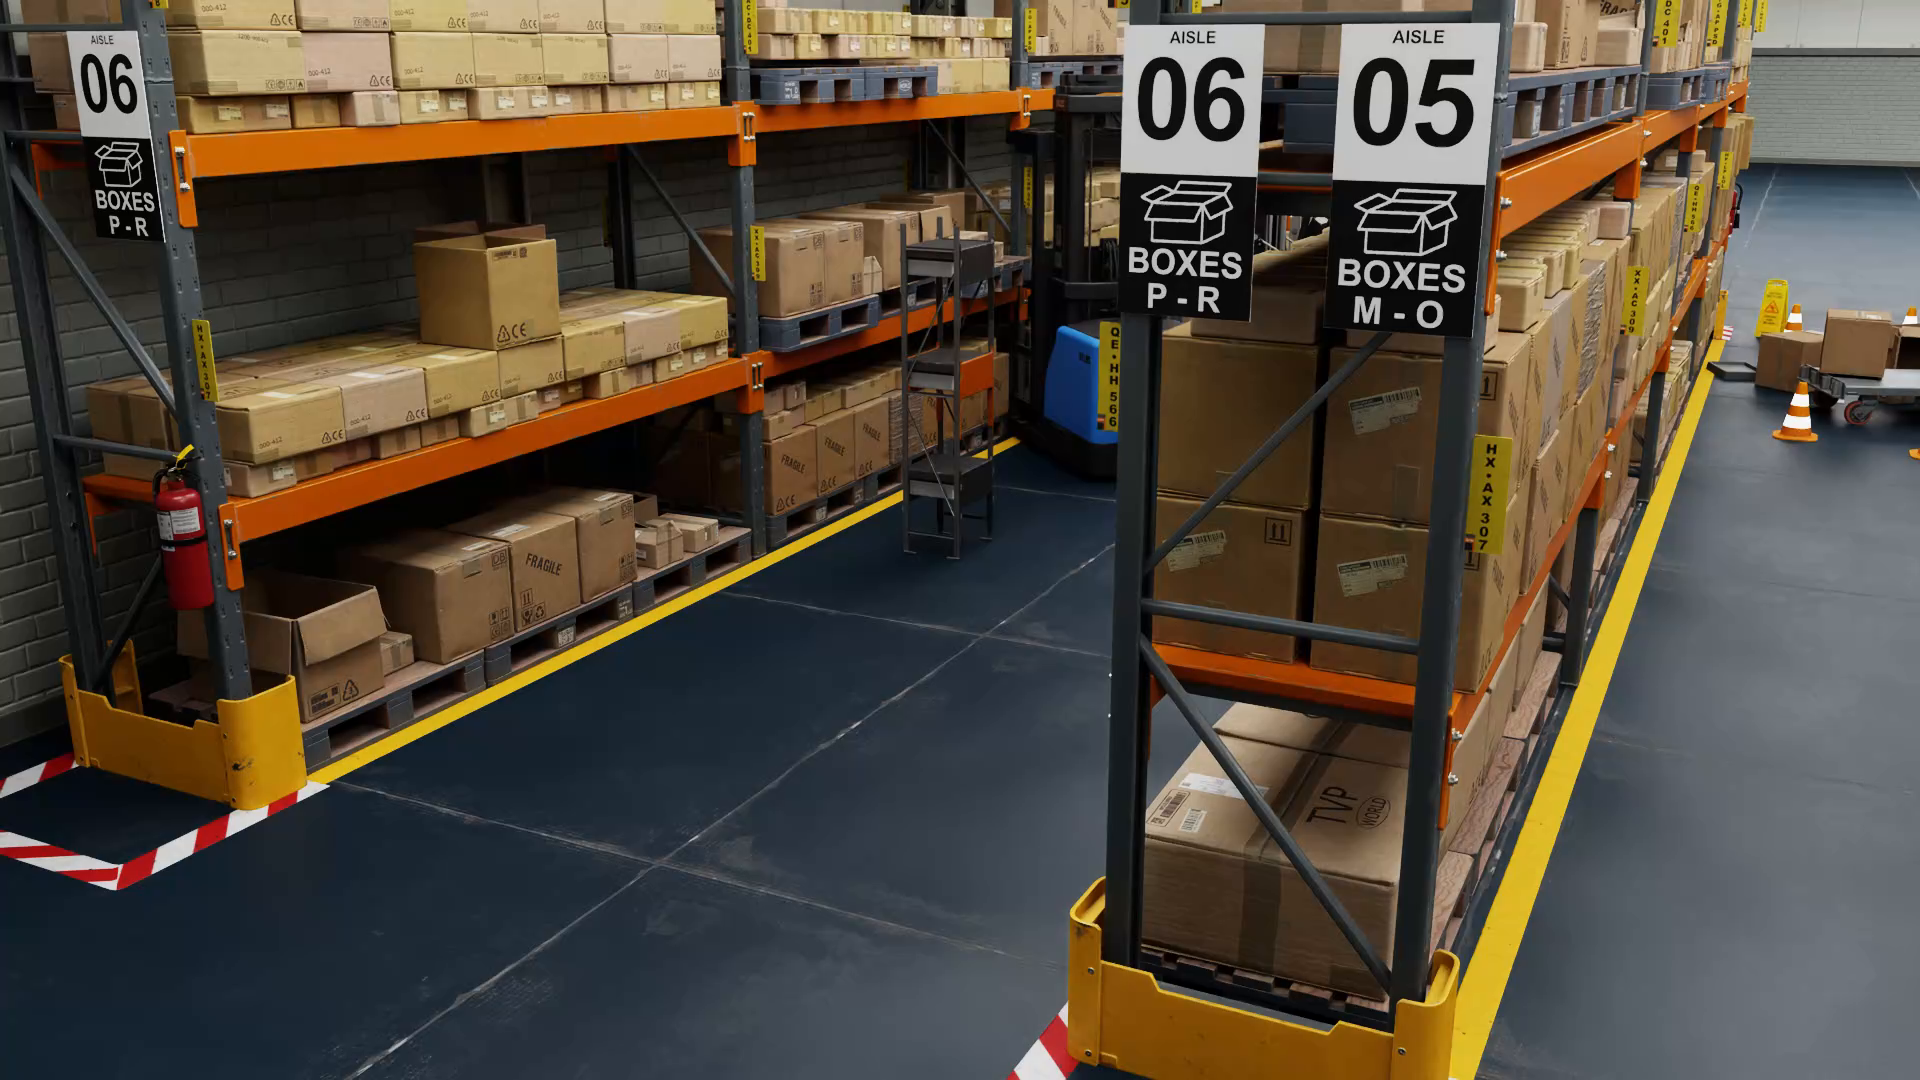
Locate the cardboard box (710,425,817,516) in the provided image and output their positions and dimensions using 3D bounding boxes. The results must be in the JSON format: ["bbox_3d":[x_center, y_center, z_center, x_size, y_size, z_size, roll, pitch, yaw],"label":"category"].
[{"bbox_3d":[-1.300,-0.487,11.049,0.500,0.500,0.500,9,19,28],"label":"cardboard box"}]

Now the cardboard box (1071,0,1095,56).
[{"bbox_3d":[0.747,-4.438,14.342,0.700,0.500,0.500,8,18,24],"label":"cardboard box"}]

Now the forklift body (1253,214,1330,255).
[{"bbox_3d":[4.429,-3.324,18.438,2.313,2.155,1.214,8,18,25],"label":"forklift body"}]

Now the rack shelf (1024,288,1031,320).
[{"bbox_3d":[0.963,-2.573,15.682,1.077,0.370,4.000,8,18,25],"label":"rack shelf"}]

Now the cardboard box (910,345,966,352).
[{"bbox_3d":[-0.176,-1.429,13.082,0.380,0.149,0.250,7,18,24],"label":"cardboard box"}]

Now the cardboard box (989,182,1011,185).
[{"bbox_3d":[0.455,-3.143,15.023,0.380,0.149,0.250,8,18,25],"label":"cardboard box"}]

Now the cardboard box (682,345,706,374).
[{"bbox_3d":[-1.731,-1.087,9.856,0.380,0.149,0.250,9,19,27],"label":"cardboard box"}]

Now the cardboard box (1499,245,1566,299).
[{"bbox_3d":[1.936,-0.962,5.924,0.380,0.149,0.250,8,18,26],"label":"cardboard box"}]

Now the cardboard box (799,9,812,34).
[{"bbox_3d":[-1.136,-3.196,10.254,0.380,0.149,0.250,8,19,26],"label":"cardboard box"}]

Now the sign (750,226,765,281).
[{"bbox_3d":[-1.229,-1.737,10.085,0.100,0.325,0.005,8,18,25],"label":"sign"}]

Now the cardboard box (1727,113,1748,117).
[{"bbox_3d":[8.054,-4.327,17.872,0.700,0.500,0.500,8,18,24],"label":"cardboard box"}]

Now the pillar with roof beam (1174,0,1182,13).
[{"bbox_3d":[6.378,-6.712,17.816,9.100,9.000,0.400,8,18,25],"label":"pillar with roof beam"}]

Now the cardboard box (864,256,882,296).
[{"bbox_3d":[-0.754,-1.831,11.421,0.396,0.266,0.258,9,19,28],"label":"cardboard box"}]

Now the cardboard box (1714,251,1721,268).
[{"bbox_3d":[7.623,-2.899,17.153,0.380,0.149,0.250,9,19,28],"label":"cardboard box"}]

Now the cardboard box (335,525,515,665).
[{"bbox_3d":[-2.730,0.270,8.500,0.700,0.500,0.500,9,19,28],"label":"cardboard box"}]

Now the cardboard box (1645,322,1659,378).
[{"bbox_3d":[3.862,-1.152,9.899,0.500,0.250,0.500,8,18,24],"label":"cardboard box"}]

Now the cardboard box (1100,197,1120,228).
[{"bbox_3d":[1.167,-3.050,15.410,0.500,0.250,0.500,8,18,26],"label":"cardboard box"}]

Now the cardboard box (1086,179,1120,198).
[{"bbox_3d":[1.309,-3.264,15.431,0.380,0.149,0.250,8,18,24],"label":"cardboard box"}]

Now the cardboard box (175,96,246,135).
[{"bbox_3d":[-3.155,-1.740,6.786,0.380,0.149,0.250,9,19,27],"label":"cardboard box"}]

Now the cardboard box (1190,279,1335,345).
[{"bbox_3d":[0.918,-0.695,5.026,0.380,0.149,0.250,8,18,26],"label":"cardboard box"}]

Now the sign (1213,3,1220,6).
[{"bbox_3d":[3.150,-6.413,20.405,0.100,0.325,0.005,8,18,25],"label":"sign"}]

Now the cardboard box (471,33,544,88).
[{"bbox_3d":[-2.403,-2.353,8.151,0.500,0.250,0.500,8,18,25],"label":"cardboard box"}]

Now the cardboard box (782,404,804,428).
[{"bbox_3d":[-1.265,-0.841,11.102,0.380,0.149,0.250,8,18,24],"label":"cardboard box"}]

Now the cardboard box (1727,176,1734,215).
[{"bbox_3d":[7.863,-3.706,17.535,0.500,0.500,0.500,8,18,25],"label":"cardboard box"}]

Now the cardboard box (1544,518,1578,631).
[{"bbox_3d":[2.930,-0.110,9.120,0.875,0.875,0.875,9,19,27],"label":"cardboard box"}]

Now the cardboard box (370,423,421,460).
[{"bbox_3d":[-2.786,-0.498,7.873,0.380,0.149,0.250,9,19,27],"label":"cardboard box"}]

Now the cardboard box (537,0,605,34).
[{"bbox_3d":[-2.181,-2.720,8.509,0.500,0.250,0.500,8,19,26],"label":"cardboard box"}]

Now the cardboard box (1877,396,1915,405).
[{"bbox_3d":[8.583,-1.420,15.341,0.258,0.266,0.396,-4,17,-13],"label":"cardboard box"}]

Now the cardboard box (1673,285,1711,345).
[{"bbox_3d":[6.804,-2.155,15.787,0.500,0.500,0.500,9,19,28],"label":"cardboard box"}]

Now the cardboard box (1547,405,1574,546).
[{"bbox_3d":[2.062,-0.263,6.466,0.500,0.500,0.500,9,19,27],"label":"cardboard box"}]

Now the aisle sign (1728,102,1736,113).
[{"bbox_3d":[8.374,-5.041,18.161,0.394,0.787,0.004,8,18,25],"label":"aisle sign"}]

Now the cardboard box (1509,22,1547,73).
[{"bbox_3d":[1.629,-1.555,5.250,0.380,0.149,0.250,9,19,27],"label":"cardboard box"}]

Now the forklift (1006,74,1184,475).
[{"bbox_3d":[1.016,-2.265,13.503,1.130,2.935,3.031,-5,17,-17],"label":"forklift"}]

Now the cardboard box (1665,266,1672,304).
[{"bbox_3d":[4.297,-1.659,10.726,0.500,0.250,0.500,8,18,24],"label":"cardboard box"}]

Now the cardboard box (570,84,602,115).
[{"bbox_3d":[-2.114,-2.322,8.748,0.380,0.149,0.250,9,19,27],"label":"cardboard box"}]

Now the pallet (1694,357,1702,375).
[{"bbox_3d":[7.112,-1.947,17.210,1.003,0.211,1.213,8,18,25],"label":"pallet"}]

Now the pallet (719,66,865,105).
[{"bbox_3d":[-1.364,-2.894,10.563,1.213,0.211,1.003,8,18,25],"label":"pallet"}]

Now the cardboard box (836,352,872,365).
[{"bbox_3d":[-0.902,-1.361,12.853,0.380,0.149,0.250,8,18,24],"label":"cardboard box"}]

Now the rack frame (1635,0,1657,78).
[{"bbox_3d":[2.724,-3.635,7.457,1.000,3.000,0.127,8,18,25],"label":"rack frame"}]

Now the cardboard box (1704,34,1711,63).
[{"bbox_3d":[5.708,-3.939,13.275,0.500,0.250,0.500,8,18,26],"label":"cardboard box"}]

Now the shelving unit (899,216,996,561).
[{"bbox_3d":[-0.074,-0.964,10.583,0.431,2.100,0.503,8,18,25],"label":"shelving unit"}]

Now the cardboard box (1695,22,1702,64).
[{"bbox_3d":[4.209,-2.957,9.943,0.396,0.266,0.258,8,18,24],"label":"cardboard box"}]

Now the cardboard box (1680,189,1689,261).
[{"bbox_3d":[4.920,-2.255,11.912,0.500,0.500,0.500,8,18,24],"label":"cardboard box"}]

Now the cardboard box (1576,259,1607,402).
[{"bbox_3d":[2.308,-0.872,6.760,0.500,0.500,0.500,8,18,26],"label":"cardboard box"}]

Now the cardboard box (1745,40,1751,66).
[{"bbox_3d":[7.646,-4.899,16.722,0.500,0.250,0.500,9,19,27],"label":"cardboard box"}]

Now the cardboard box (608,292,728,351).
[{"bbox_3d":[-1.727,-1.299,9.872,0.500,0.250,0.500,9,19,27],"label":"cardboard box"}]

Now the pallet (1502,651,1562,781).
[{"bbox_3d":[2.315,0.762,8.090,1.003,0.211,1.213,8,18,25],"label":"pallet"}]

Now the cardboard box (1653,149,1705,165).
[{"bbox_3d":[5.999,-3.176,13.874,0.380,0.149,0.250,8,18,24],"label":"cardboard box"}]

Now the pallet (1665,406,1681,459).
[{"bbox_3d":[5.409,-0.950,13.851,1.003,0.211,1.213,8,18,25],"label":"pallet"}]

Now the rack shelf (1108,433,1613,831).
[{"bbox_3d":[1.831,0.095,6.699,1.077,0.370,4.000,8,18,25],"label":"rack shelf"}]

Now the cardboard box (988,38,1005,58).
[{"bbox_3d":[0.126,-3.845,12.995,0.380,0.149,0.250,9,19,26],"label":"cardboard box"}]

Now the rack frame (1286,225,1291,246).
[{"bbox_3d":[3.644,-4.446,20.725,1.000,3.000,0.127,8,18,25],"label":"rack frame"}]

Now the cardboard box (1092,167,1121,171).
[{"bbox_3d":[1.508,-3.724,16.979,0.380,0.149,0.250,8,18,24],"label":"cardboard box"}]

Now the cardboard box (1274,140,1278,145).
[{"bbox_3d":[3.590,-4.763,19.954,0.380,0.149,0.250,8,18,25],"label":"cardboard box"}]
